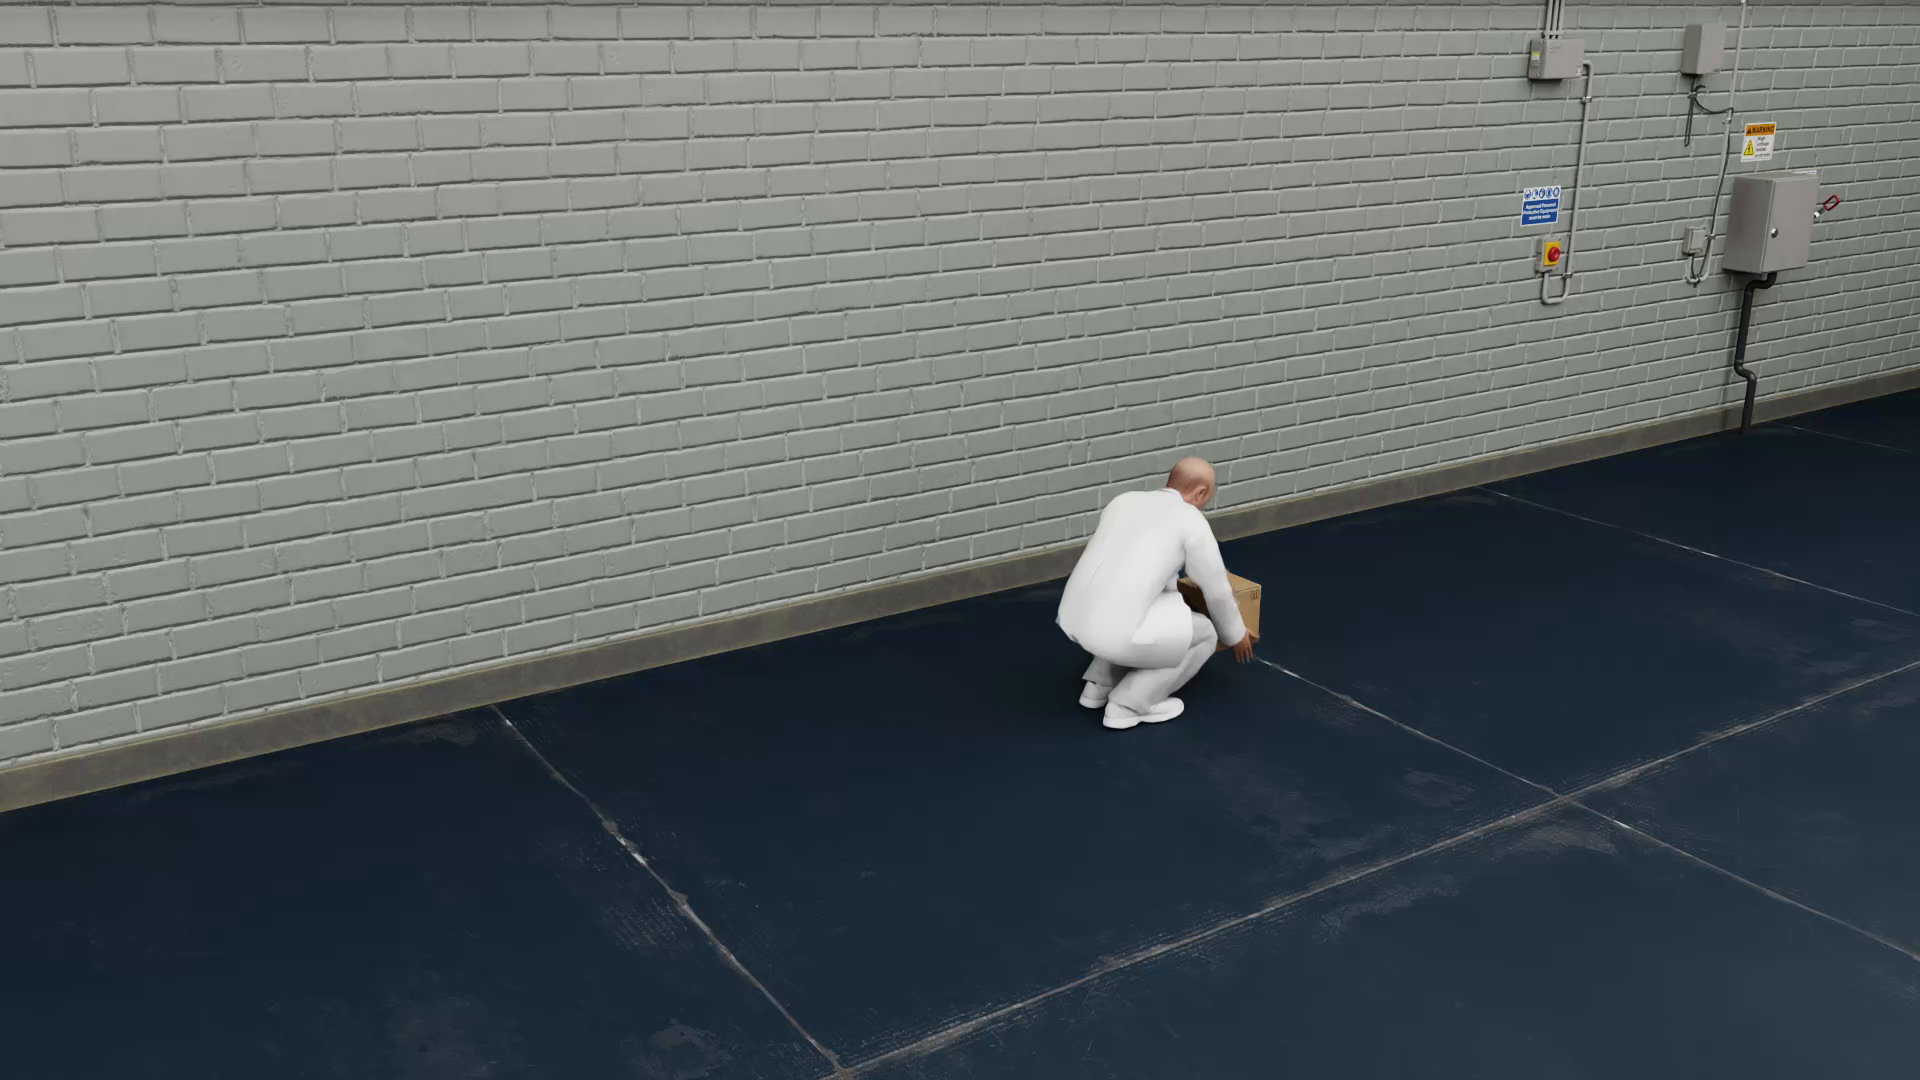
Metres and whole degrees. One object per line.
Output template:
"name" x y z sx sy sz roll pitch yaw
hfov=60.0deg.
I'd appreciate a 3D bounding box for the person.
"person" 0.797 0.193 6.756 0.910 1.004 0.589 -12 21 -32
